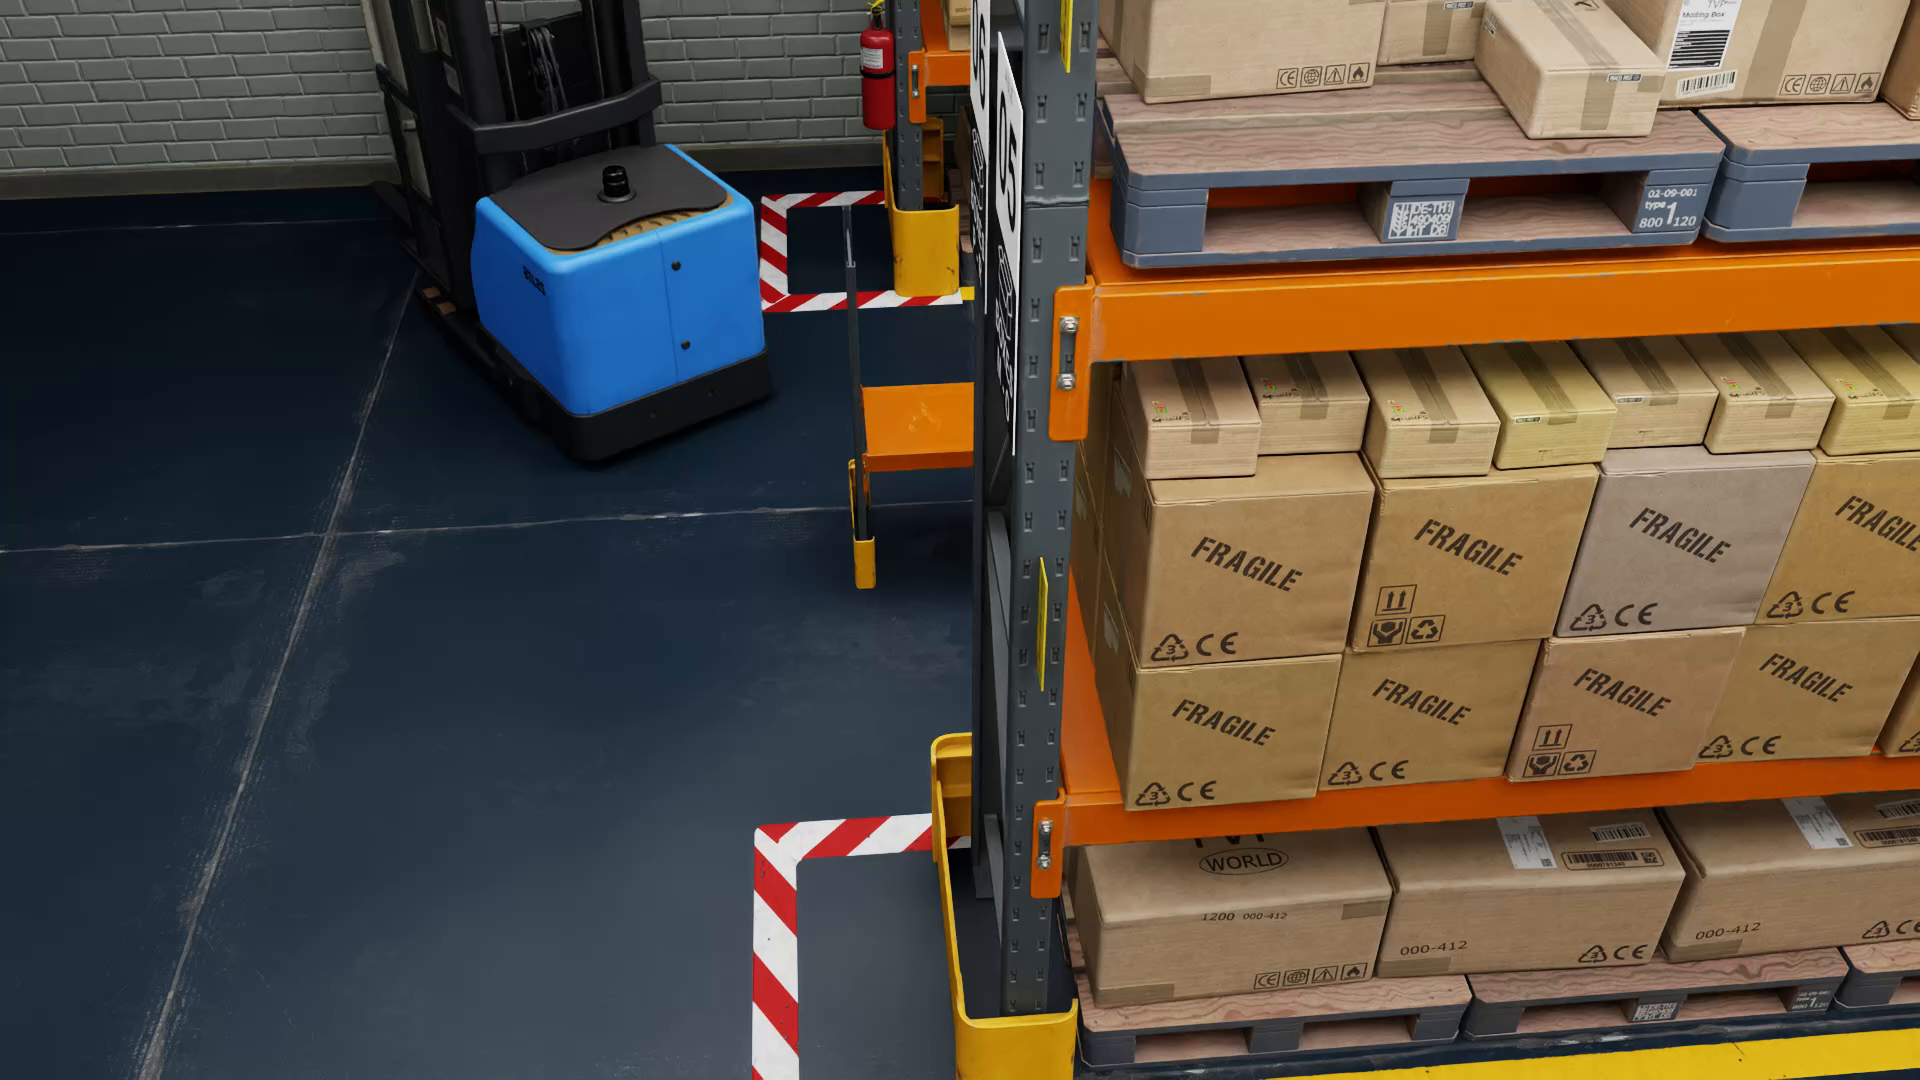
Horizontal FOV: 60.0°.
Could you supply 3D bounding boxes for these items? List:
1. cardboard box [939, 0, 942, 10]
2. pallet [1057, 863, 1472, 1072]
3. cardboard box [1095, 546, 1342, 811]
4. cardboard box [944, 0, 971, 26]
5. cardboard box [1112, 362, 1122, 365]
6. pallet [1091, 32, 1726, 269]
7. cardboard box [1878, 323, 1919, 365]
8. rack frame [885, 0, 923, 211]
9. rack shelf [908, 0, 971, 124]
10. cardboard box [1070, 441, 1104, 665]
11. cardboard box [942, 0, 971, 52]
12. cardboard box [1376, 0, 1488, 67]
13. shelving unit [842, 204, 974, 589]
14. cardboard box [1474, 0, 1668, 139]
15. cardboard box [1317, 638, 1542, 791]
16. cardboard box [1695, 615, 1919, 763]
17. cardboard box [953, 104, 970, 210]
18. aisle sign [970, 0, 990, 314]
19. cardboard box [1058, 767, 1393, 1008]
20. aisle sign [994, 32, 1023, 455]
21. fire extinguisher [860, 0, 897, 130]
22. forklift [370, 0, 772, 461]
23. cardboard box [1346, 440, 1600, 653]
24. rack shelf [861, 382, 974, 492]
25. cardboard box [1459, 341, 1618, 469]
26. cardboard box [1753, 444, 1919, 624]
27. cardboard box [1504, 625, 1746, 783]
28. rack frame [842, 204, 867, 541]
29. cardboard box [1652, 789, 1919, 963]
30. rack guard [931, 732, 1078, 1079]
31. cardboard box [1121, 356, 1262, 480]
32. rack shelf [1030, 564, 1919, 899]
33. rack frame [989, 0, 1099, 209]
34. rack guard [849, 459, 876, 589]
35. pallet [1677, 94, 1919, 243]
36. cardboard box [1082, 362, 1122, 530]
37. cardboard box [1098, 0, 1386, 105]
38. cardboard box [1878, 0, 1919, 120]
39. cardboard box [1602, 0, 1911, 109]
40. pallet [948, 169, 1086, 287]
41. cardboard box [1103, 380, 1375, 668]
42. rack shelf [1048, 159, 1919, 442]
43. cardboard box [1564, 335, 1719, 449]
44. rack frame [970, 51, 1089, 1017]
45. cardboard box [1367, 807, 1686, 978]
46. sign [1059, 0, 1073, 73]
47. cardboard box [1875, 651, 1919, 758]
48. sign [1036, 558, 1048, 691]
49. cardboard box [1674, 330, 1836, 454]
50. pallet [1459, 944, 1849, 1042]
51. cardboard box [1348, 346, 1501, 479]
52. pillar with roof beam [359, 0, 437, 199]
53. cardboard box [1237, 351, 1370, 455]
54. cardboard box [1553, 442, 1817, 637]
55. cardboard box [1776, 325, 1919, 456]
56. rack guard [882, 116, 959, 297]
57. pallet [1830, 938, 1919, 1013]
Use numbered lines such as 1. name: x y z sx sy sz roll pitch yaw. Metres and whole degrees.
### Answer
1. cardboard box: 0.007 -2.923 8.736 0.250 0.149 0.380 -4 38 -4
2. pallet: 0.934 1.227 5.525 1.213 0.211 1.003 -3 38 -4
3. cardboard box: 0.648 0.336 4.322 0.500 0.500 0.500 -3 38 -4
4. cardboard box: 0.177 -2.755 8.201 0.500 0.250 0.500 -3 38 -4
5. cardboard box: 0.484 -0.605 4.184 0.250 0.149 0.380 -3 38 -3
6. pallet: 0.882 -0.966 3.702 1.213 0.211 1.003 -3 38 -4
7. cardboard box: 2.328 -0.414 3.942 0.250 0.149 0.380 -3 38 -4
8. rack frame: -0.299 -2.838 8.425 0.127 3.000 1.000 -3 38 -4
9. rack shelf: 1.693 -2.665 8.787 4.000 0.370 1.077 -3 38 -4
10. cardboard box: 0.601 -0.005 4.754 0.500 0.500 0.500 -3 38 -4
11. cardboard box: 0.053 -2.588 8.311 0.250 0.149 0.380 -3 38 -4
12. cardboard box: 0.995 -1.211 3.725 0.250 0.149 0.380 -6 39 -7
13. shelving unit: 0.076 -0.593 6.791 1.083 1.500 0.587 -3 38 -4
14. cardboard box: 1.249 -0.977 3.428 0.250 0.149 0.380 -2 38 -2
15. cardboard box: 1.149 0.291 4.379 0.500 0.500 0.500 -4 38 -5
16. cardboard box: 2.155 0.236 4.448 0.500 0.500 0.500 -2 38 -2
17. cardboard box: 0.319 -1.998 9.037 0.637 0.503 0.797 -5 39 -6
18. aisle sign: 0.045 -0.984 3.976 0.004 0.787 0.394 -3 38 -4
19. cardboard box: 0.793 0.967 5.332 0.875 0.438 0.875 -4 38 -6
20. aisle sign: 0.098 -0.613 3.507 0.004 0.787 0.394 -3 38 -4
21. fire extinguisher: -0.405 -2.368 8.193 0.183 0.674 0.296 -3 38 -4
22. forklift: -2.190 -2.377 7.896 1.130 2.935 3.031 -25 44 -28
23. cardboard box: 1.162 -0.091 4.056 0.500 0.500 0.500 -4 38 -5
24. rack shelf: 0.085 -0.452 6.903 1.000 0.185 0.538 -3 38 -4
25. cardboard box: 1.307 -0.338 3.845 0.250 0.149 0.380 -4 38 -5
26. cardboard box: 2.171 -0.152 4.133 0.500 0.500 0.500 -3 38 -4
27. cardboard box: 1.658 0.274 4.400 0.500 0.500 0.500 -3 38 -4
28. rack frame: -0.421 -0.566 6.756 0.032 1.500 0.500 -3 38 -4
29. cardboard box: 2.602 0.864 5.463 0.875 0.438 0.875 -4 38 -5
30. rack guard: 0.120 1.207 5.317 0.348 0.500 1.175 -3 38 -4
31. cardboard box: 0.523 -0.311 3.811 0.250 0.149 0.380 -2 38 -3
32. rack shelf: 2.137 0.397 4.906 4.000 0.370 1.077 -3 38 -4
33. rack frame: 0.144 -2.131 2.686 0.127 3.000 1.000 -3 38 -4
34. rack guard: -0.420 -0.075 7.143 0.087 0.250 0.587 -3 38 -4
35. pallet: 2.100 -1.035 3.790 1.213 0.211 1.003 -3 38 -4
36. cardboard box: 0.604 -0.381 4.423 0.500 0.500 0.500 -2 38 -2
37. cardboard box: 0.585 -1.179 3.602 0.500 0.250 0.500 -6 39 -8
38. cardboard box: 2.166 -1.215 3.446 0.500 0.500 0.500 -3 38 -3
39. cardboard box: 1.640 -1.174 3.547 0.500 0.311 0.500 -2 38 -3
40. pallet: 0.571 -1.792 9.351 1.213 0.211 1.003 -3 38 -4
41. cardboard box: 0.648 -0.058 4.014 0.500 0.500 0.500 -4 38 -5
42. rack shelf: 2.137 -0.781 3.977 4.000 0.370 1.077 -3 38 -4
43. cardboard box: 1.564 -0.385 3.905 0.250 0.149 0.380 -3 38 -4
44. rack frame: 0.144 0.224 4.544 0.127 3.000 1.000 -3 38 -4
45. cardboard box: 1.704 0.912 5.402 0.875 0.438 0.875 -2 38 -3
46. sign: 0.188 -0.985 2.885 0.005 0.325 0.100 -3 38 -4
47. cardboard box: 2.678 0.217 4.473 0.500 0.500 0.500 -4 38 -5
48. sign: 0.188 0.196 3.817 0.005 0.325 0.100 -3 38 -4
49. cardboard box: 1.816 -0.373 3.889 0.250 0.149 0.380 -3 38 -4
50. pallet: 2.146 1.162 5.607 1.213 0.211 1.003 -3 38 -4
51. cardboard box: 1.046 -0.313 3.813 0.250 0.149 0.380 -2 38 -3
52. pillar with roof beam: -2.683 -2.945 3.718 0.400 9.000 9.100 -3 38 -4
53. cardboard box: 0.777 -0.369 3.885 0.250 0.149 0.380 -2 38 -3
54. cardboard box: 1.674 -0.124 4.097 0.500 0.500 0.500 -3 38 -4
55. cardboard box: 2.071 -0.370 3.886 0.250 0.149 0.380 -4 38 -5
56. rack guard: -0.223 -1.861 9.205 0.348 0.500 1.175 -3 38 -4
57. pallet: 3.364 1.093 5.694 1.213 0.211 1.003 -3 38 -4
